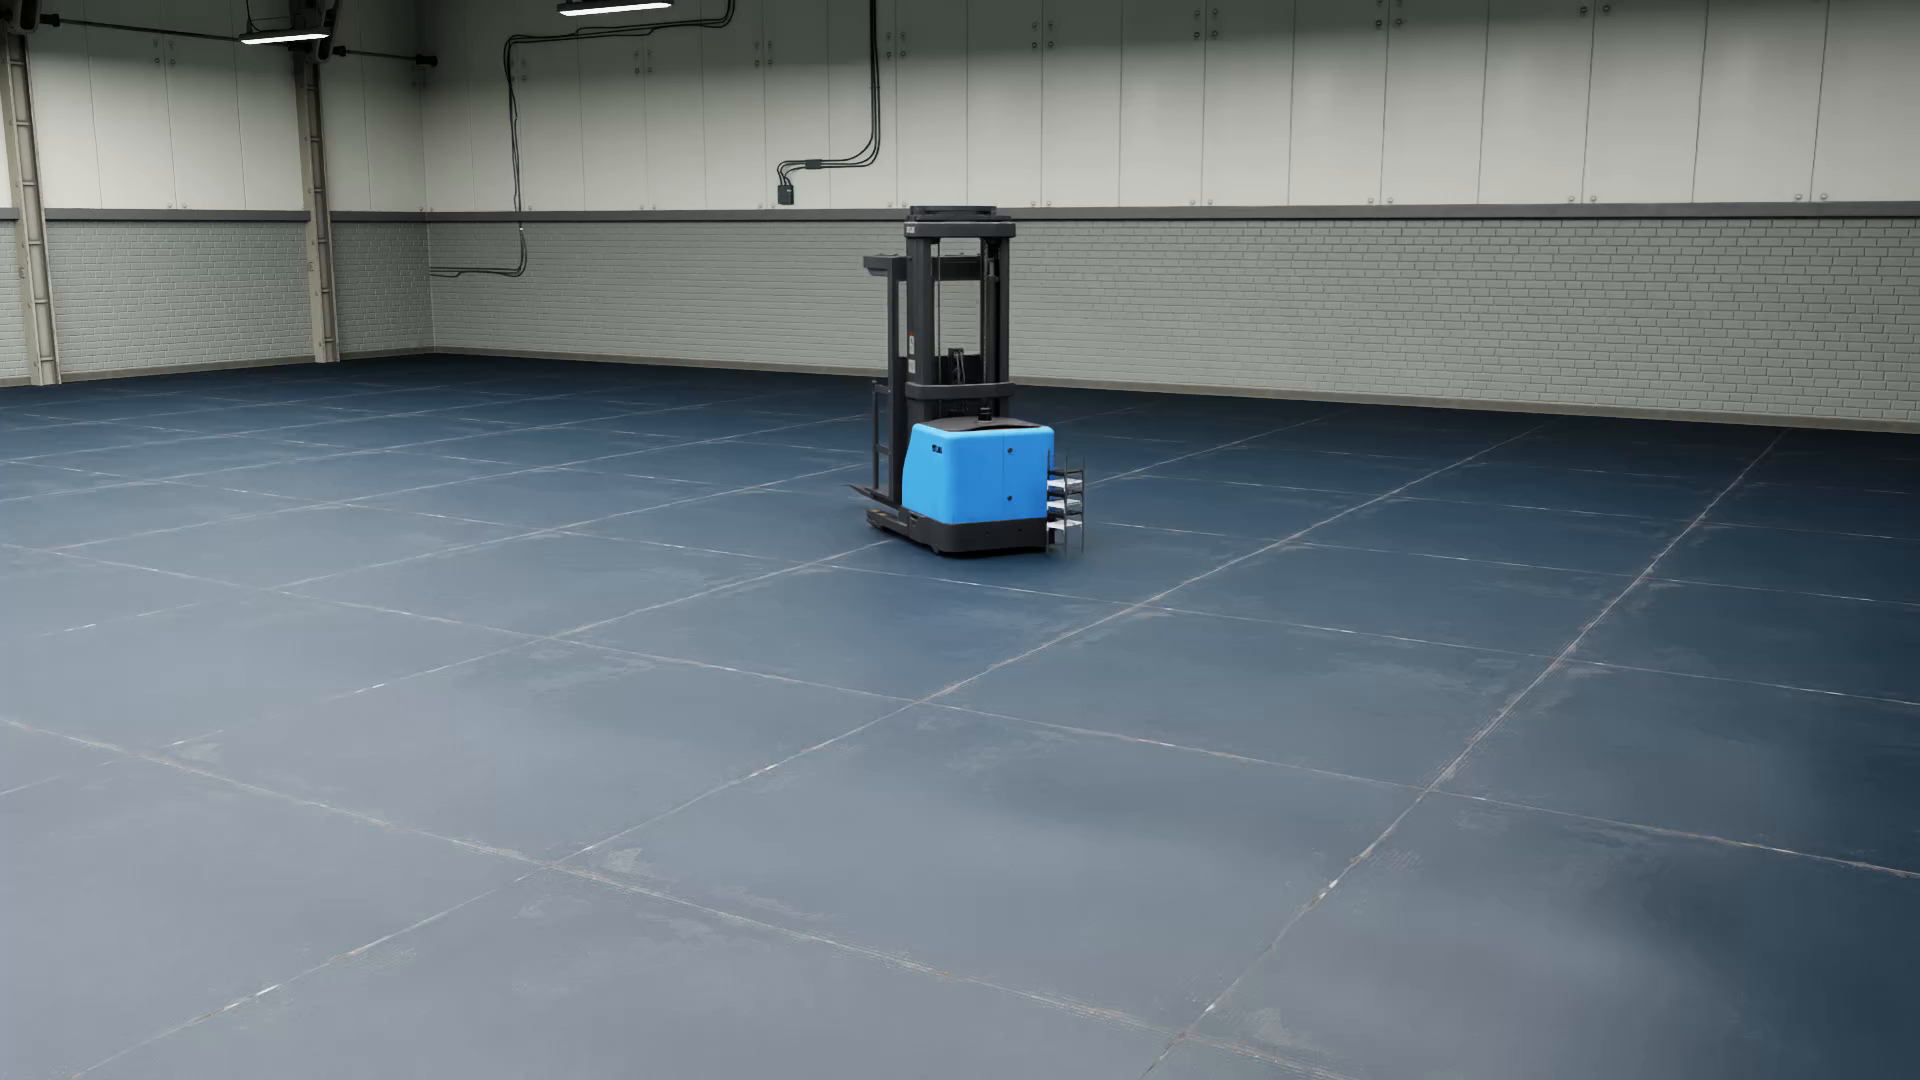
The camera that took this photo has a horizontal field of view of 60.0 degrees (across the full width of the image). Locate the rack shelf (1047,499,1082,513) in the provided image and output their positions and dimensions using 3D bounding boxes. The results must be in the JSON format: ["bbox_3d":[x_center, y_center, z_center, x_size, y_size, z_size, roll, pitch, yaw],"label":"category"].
[{"bbox_3d":[0.899,-0.292,14.165,0.258,0.077,0.200,-10,15,-43],"label":"rack shelf"}]

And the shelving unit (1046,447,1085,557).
[{"bbox_3d":[0.899,-0.325,14.159,0.258,0.900,0.210,-10,15,-43],"label":"shelving unit"}]

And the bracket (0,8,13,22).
[{"bbox_3d":[-16.264,-8.879,28.062,0.235,0.232,0.430,6,12,31],"label":"bracket"}]

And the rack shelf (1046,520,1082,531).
[{"bbox_3d":[0.899,-0.115,14.198,0.258,0.077,0.200,-10,15,-43],"label":"rack shelf"}]

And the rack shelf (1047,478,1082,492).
[{"bbox_3d":[0.899,-0.469,14.132,0.258,0.077,0.200,-10,15,-43],"label":"rack shelf"}]

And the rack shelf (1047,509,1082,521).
[{"bbox_3d":[0.899,-0.204,14.182,0.258,0.077,0.200,-10,15,-43],"label":"rack shelf"}]

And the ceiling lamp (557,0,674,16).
[{"bbox_3d":[-4.867,-9.255,23.985,2.000,3.185,0.800,6,12,31],"label":"ceiling lamp"}]

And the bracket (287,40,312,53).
[{"bbox_3d":[-13.149,-9.823,33.102,0.235,0.232,0.430,6,12,31],"label":"bracket"}]

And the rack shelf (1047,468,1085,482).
[{"bbox_3d":[0.899,-0.558,14.115,0.258,0.077,0.200,-10,15,-43],"label":"rack shelf"}]

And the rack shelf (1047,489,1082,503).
[{"bbox_3d":[0.899,-0.381,14.148,0.258,0.077,0.200,-10,15,-43],"label":"rack shelf"}]

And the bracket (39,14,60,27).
[{"bbox_3d":[-15.833,-9.010,28.759,0.235,0.232,0.430,6,12,31],"label":"bracket"}]

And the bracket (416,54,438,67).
[{"bbox_3d":[-11.487,-10.326,35.790,0.235,0.232,0.430,6,12,31],"label":"bracket"}]

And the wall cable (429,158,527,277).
[{"bbox_3d":[-10.577,-6.964,36.049,3.097,2.526,0.112,6,12,31],"label":"wall cable"}]

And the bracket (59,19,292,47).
[{"bbox_3d":[-14.486,-9.418,30.938,0.076,0.066,4.783,6,12,31],"label":"bracket"}]

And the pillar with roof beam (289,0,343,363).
[{"bbox_3d":[-9.557,-7.742,31.766,9.100,9.000,0.548,6,12,31],"label":"pillar with roof beam"}]

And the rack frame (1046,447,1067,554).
[{"bbox_3d":[0.828,-0.338,14.231,0.240,0.900,0.006,-10,15,-43],"label":"rack frame"}]

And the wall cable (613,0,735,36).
[{"bbox_3d":[-5.620,-11.128,32.206,3.097,2.526,0.112,6,12,31],"label":"wall cable"}]

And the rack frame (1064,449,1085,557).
[{"bbox_3d":[0.969,-0.311,14.087,0.240,0.900,0.006,-10,15,-43],"label":"rack frame"}]

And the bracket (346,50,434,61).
[{"bbox_3d":[-11.794,-10.233,35.294,0.076,0.066,3.189,6,12,31],"label":"bracket"}]

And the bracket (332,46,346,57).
[{"bbox_3d":[-12.718,-9.954,33.799,0.235,0.232,0.430,6,12,31],"label":"bracket"}]

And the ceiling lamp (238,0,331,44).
[{"bbox_3d":[-11.183,-9.961,27.756,2.000,3.185,0.800,6,12,31],"label":"ceiling lamp"}]

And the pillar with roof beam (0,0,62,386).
[{"bbox_3d":[-12.672,-6.798,26.726,9.100,9.000,0.548,6,12,31],"label":"pillar with roof beam"}]

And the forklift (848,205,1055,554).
[{"bbox_3d":[-0.221,-1.555,15.212,1.130,2.935,3.031,-4,11,-23],"label":"forklift"}]

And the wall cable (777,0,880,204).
[{"bbox_3d":[-2.471,-9.252,30.592,2.305,6.003,0.169,6,12,31],"label":"wall cable"}]

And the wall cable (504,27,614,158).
[{"bbox_3d":[-8.265,-9.188,34.204,3.097,2.526,0.112,6,12,31],"label":"wall cable"}]
